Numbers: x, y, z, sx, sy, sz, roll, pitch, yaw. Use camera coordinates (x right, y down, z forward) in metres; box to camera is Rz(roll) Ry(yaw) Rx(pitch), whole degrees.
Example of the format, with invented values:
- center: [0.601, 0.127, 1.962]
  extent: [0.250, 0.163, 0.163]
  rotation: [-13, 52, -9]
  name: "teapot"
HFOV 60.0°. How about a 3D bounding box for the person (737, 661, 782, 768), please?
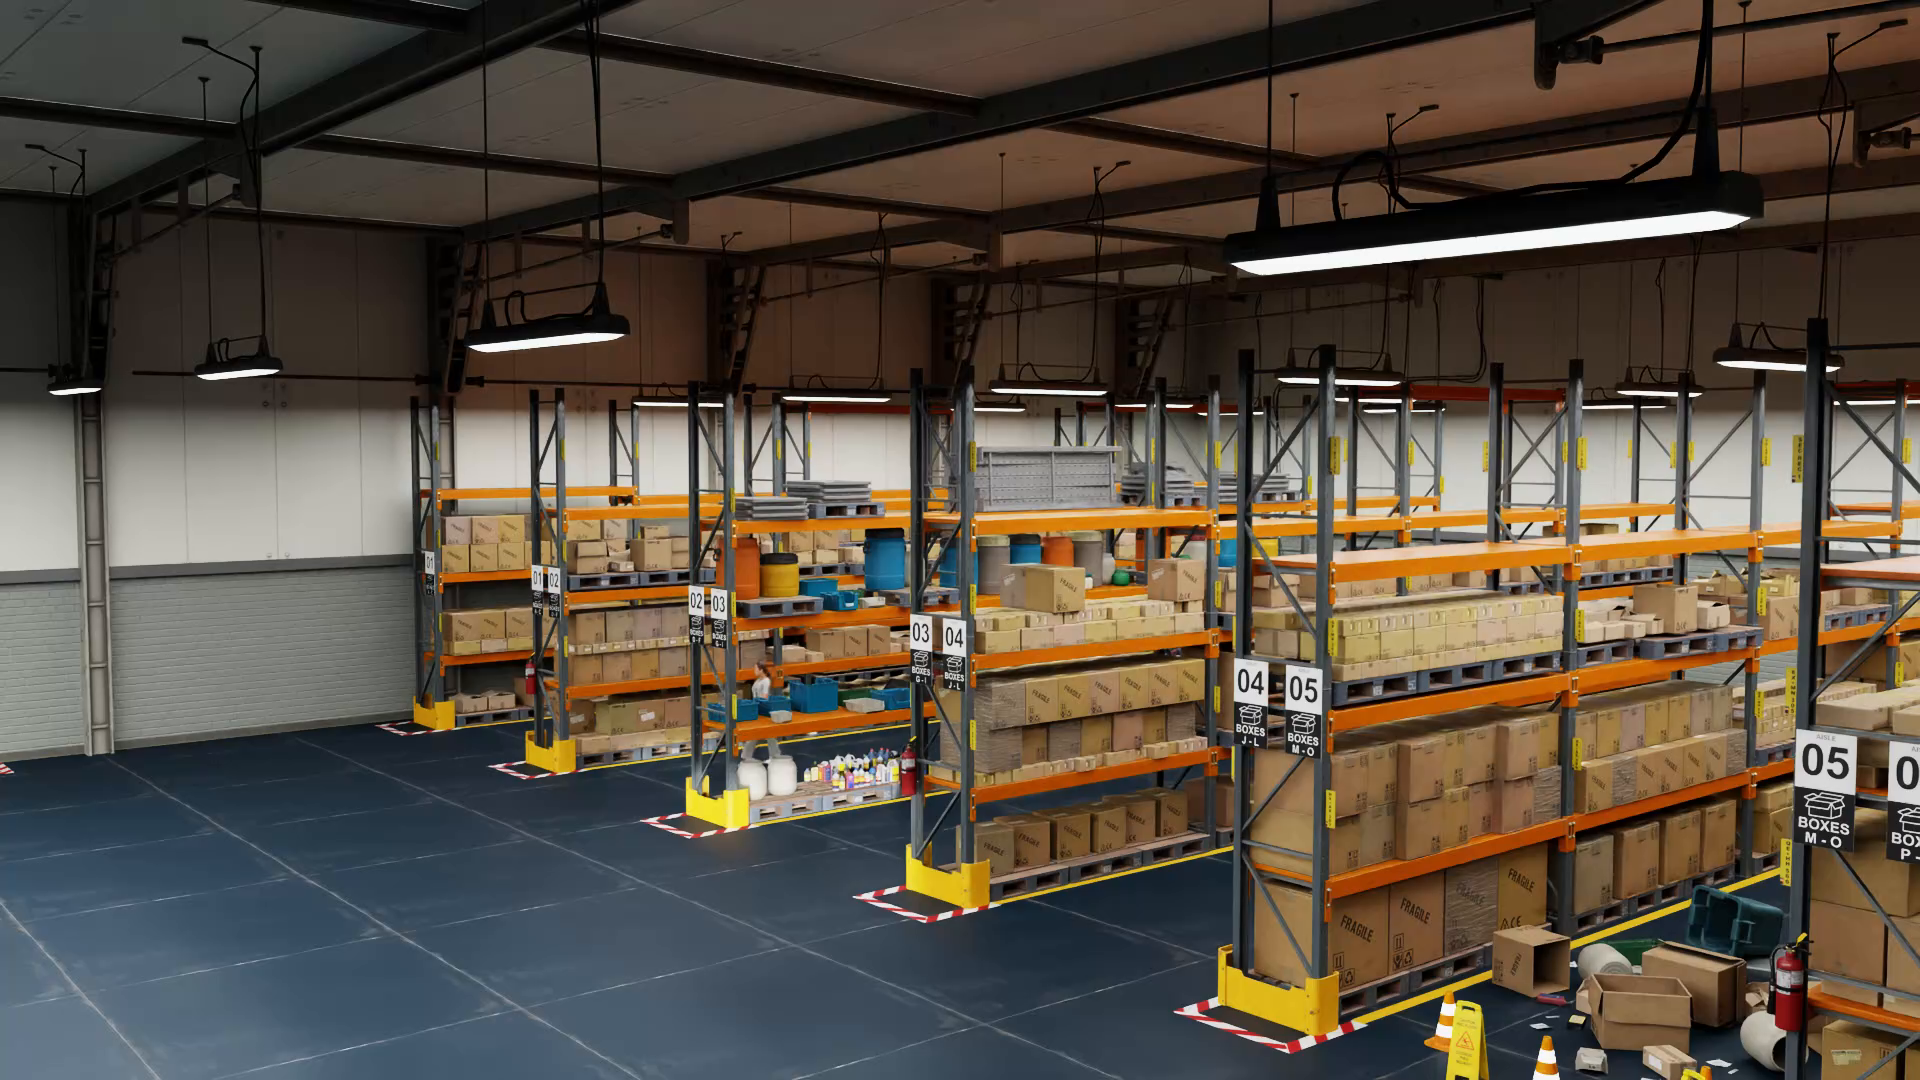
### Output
- center: [-3.217, 2.779, 26.533]
  extent: [0.771, 1.687, 0.459]
  rotation: [-2, 4, -32]
  name: "person"
